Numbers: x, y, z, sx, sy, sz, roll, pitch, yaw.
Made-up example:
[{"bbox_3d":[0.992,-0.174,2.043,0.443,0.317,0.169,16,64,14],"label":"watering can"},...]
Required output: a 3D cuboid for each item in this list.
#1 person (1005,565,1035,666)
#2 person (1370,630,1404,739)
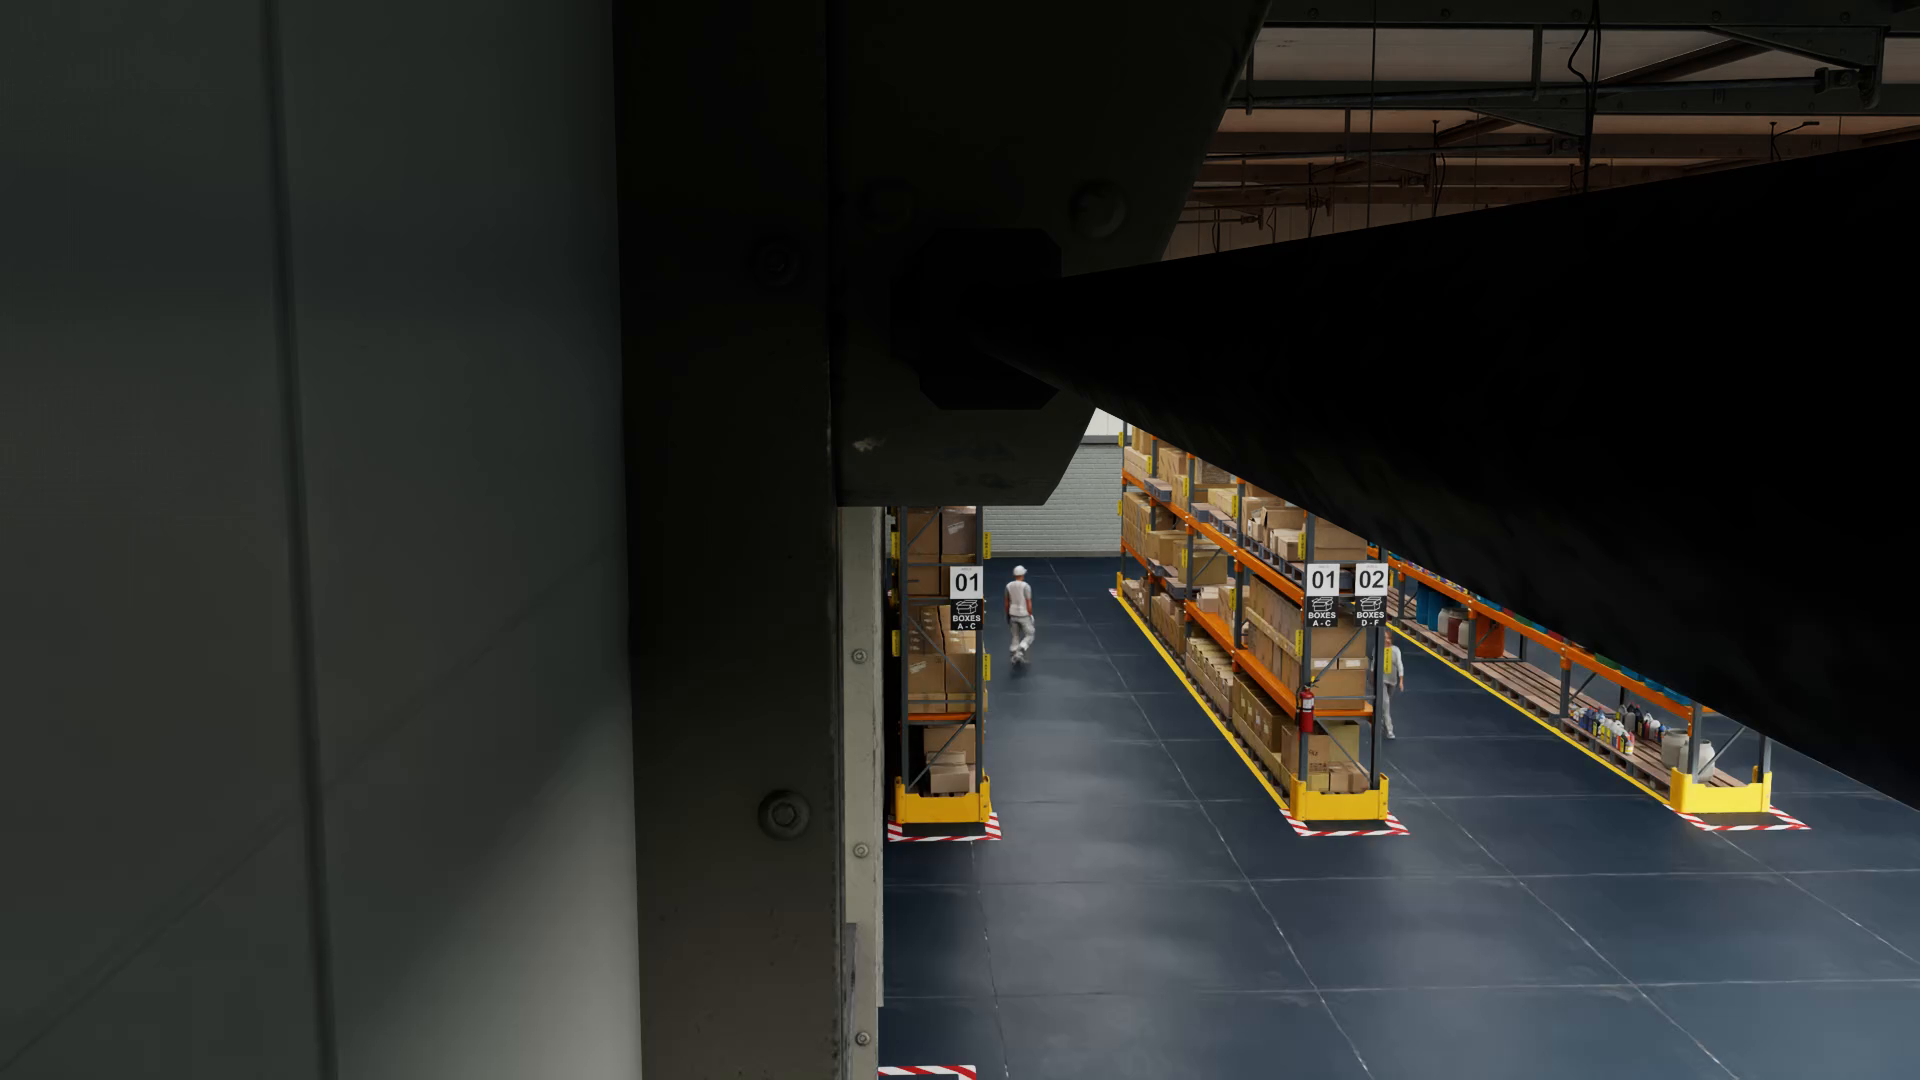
[{"bbox_3d":[1.018,1.341,29.219,0.575,1.791,0.461,6,10,37],"label":"person"},{"bbox_3d":[6.340,2.095,24.687,0.385,1.534,1.009,-2,8,-11],"label":"person"}]
